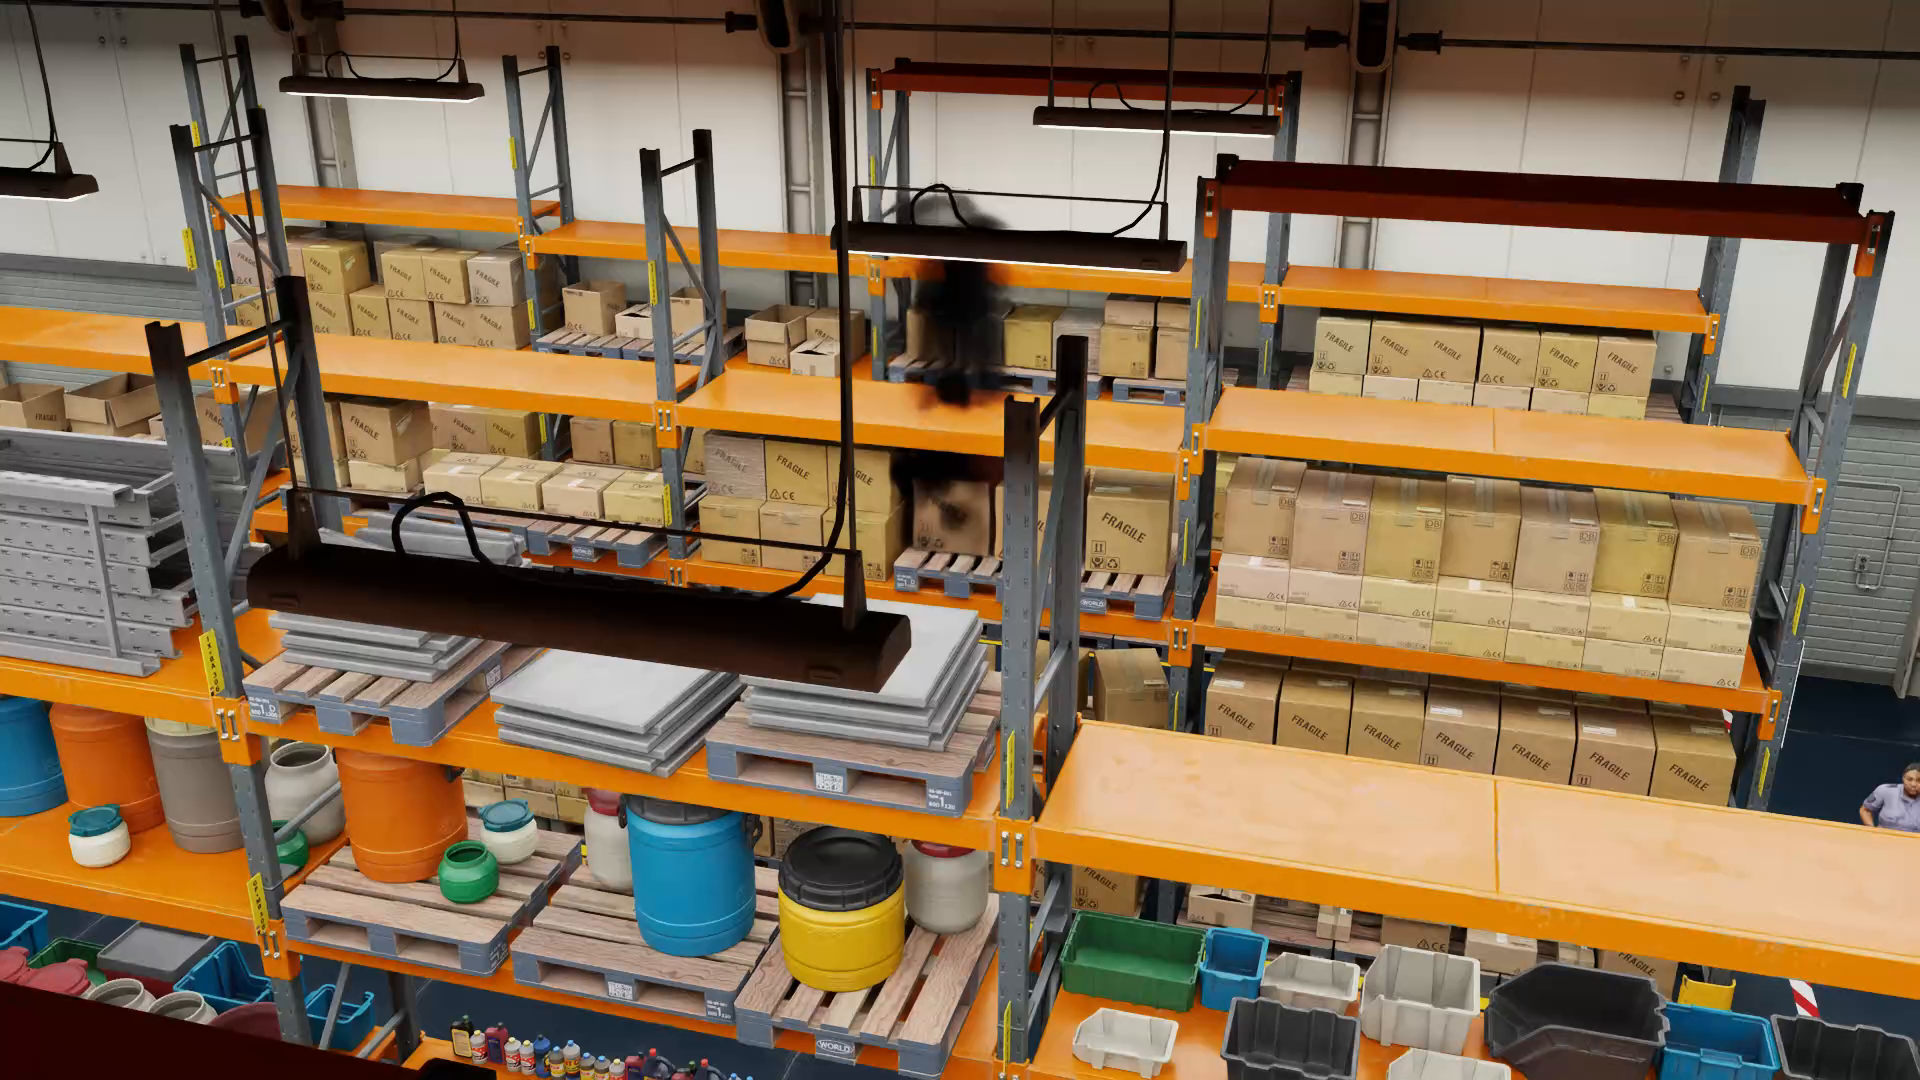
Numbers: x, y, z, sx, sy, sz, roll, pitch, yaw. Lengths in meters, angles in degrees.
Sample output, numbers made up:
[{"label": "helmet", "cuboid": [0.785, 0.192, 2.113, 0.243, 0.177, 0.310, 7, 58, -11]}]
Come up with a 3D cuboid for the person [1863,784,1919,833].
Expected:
[{"label": "person", "cuboid": [7.211, 2.516, 12.852, 0.591, 1.448, 0.968, 15, 27, 32]}]

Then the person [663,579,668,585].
[{"label": "person", "cuboid": [-2.619, 0.965, 16.109, 0.752, 1.578, 0.554, 3, 23, 7]}]
